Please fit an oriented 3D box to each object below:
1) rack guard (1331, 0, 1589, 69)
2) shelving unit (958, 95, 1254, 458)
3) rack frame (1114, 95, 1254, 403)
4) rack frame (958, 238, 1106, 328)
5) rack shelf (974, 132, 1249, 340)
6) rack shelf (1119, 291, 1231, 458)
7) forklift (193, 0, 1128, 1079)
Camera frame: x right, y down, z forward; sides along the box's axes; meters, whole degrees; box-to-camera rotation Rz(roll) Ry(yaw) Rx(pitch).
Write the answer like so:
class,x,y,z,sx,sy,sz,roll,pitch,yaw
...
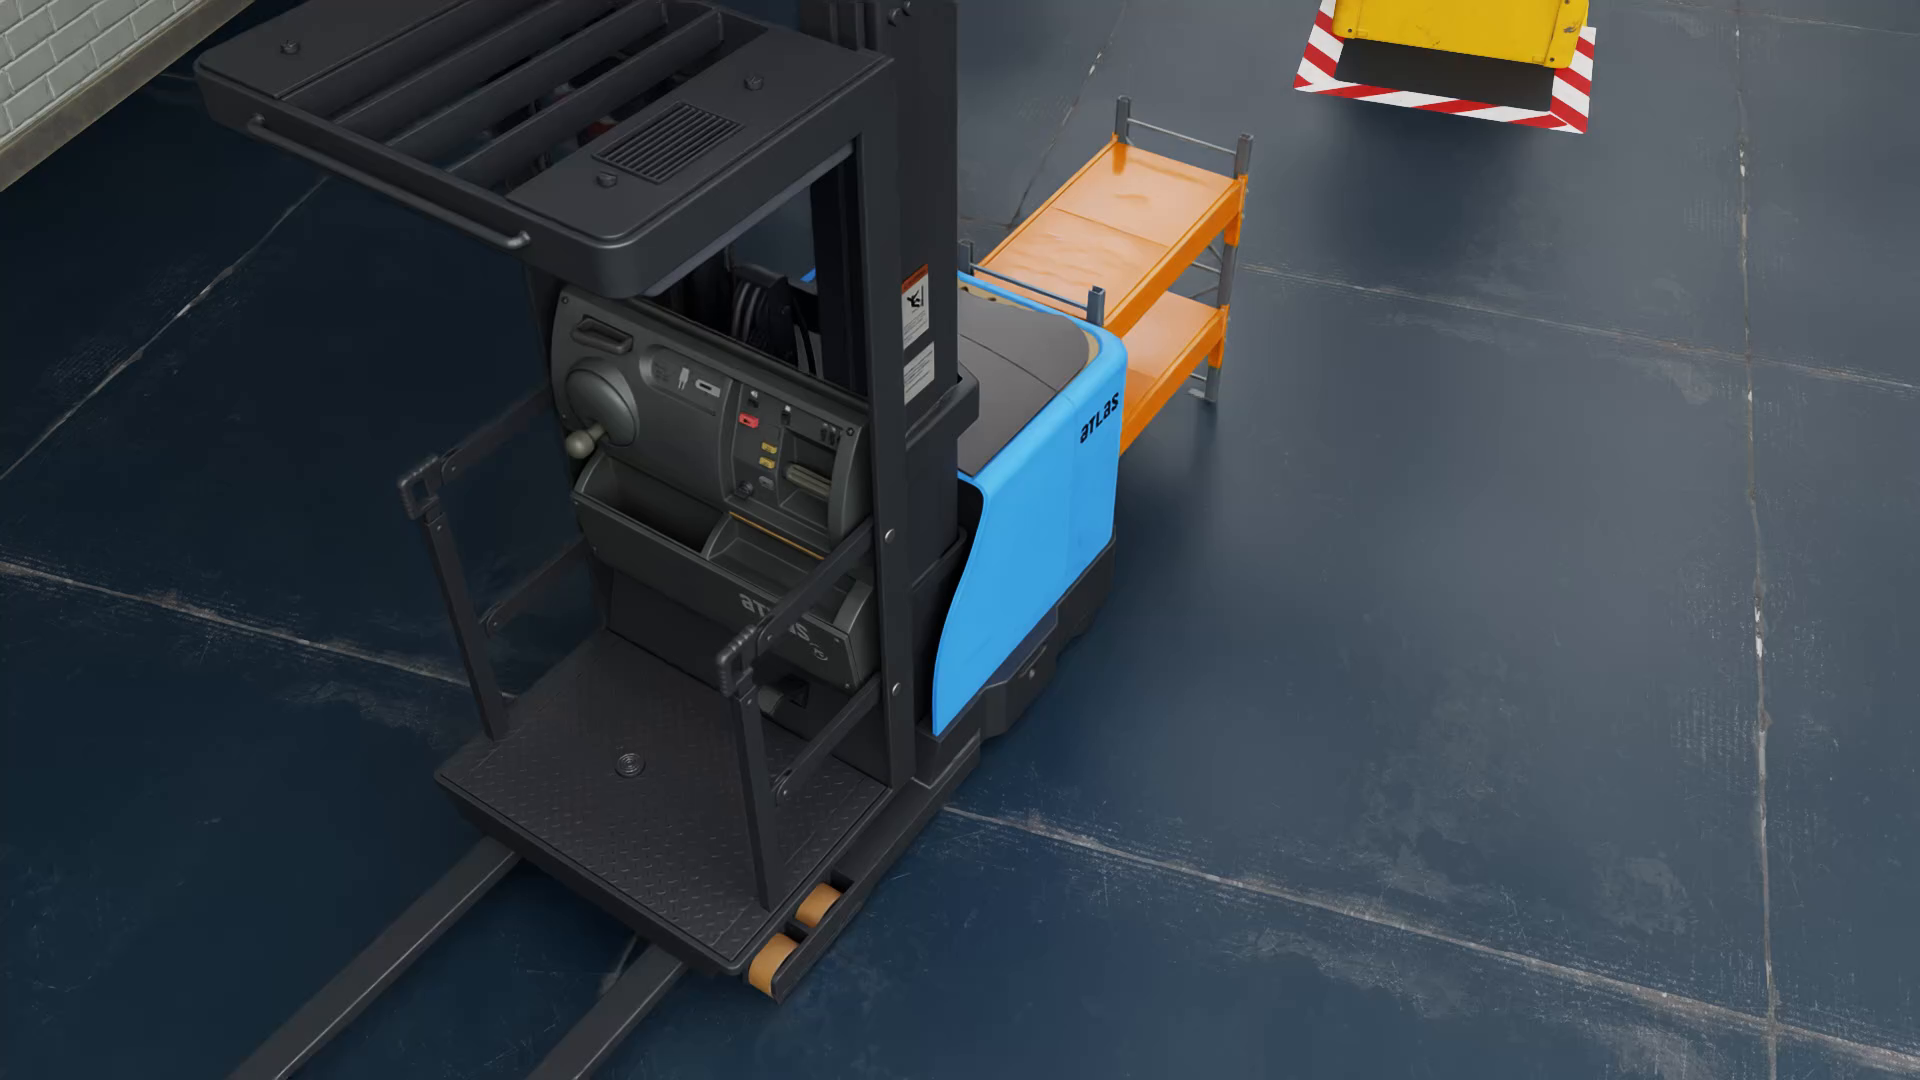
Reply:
class,x,y,z,sx,sy,sz,roll,pitch,yaw
rack guard,2.461,-2.700,8.152,1.175,0.500,0.348,13,46,13
shelving unit,0.483,-0.721,5.682,0.538,1.125,1.048,24,49,23
rack frame,0.756,-1.021,5.989,0.500,1.125,0.032,24,49,23
rack frame,0.211,-0.420,5.375,0.500,1.125,0.032,24,49,23
rack shelf,0.483,-0.930,5.477,0.538,0.278,1.000,24,49,23
rack shelf,0.483,-0.546,5.853,0.538,0.278,1.000,24,49,23
forklift,-0.743,-0.206,3.864,1.130,2.935,3.031,26,50,24
